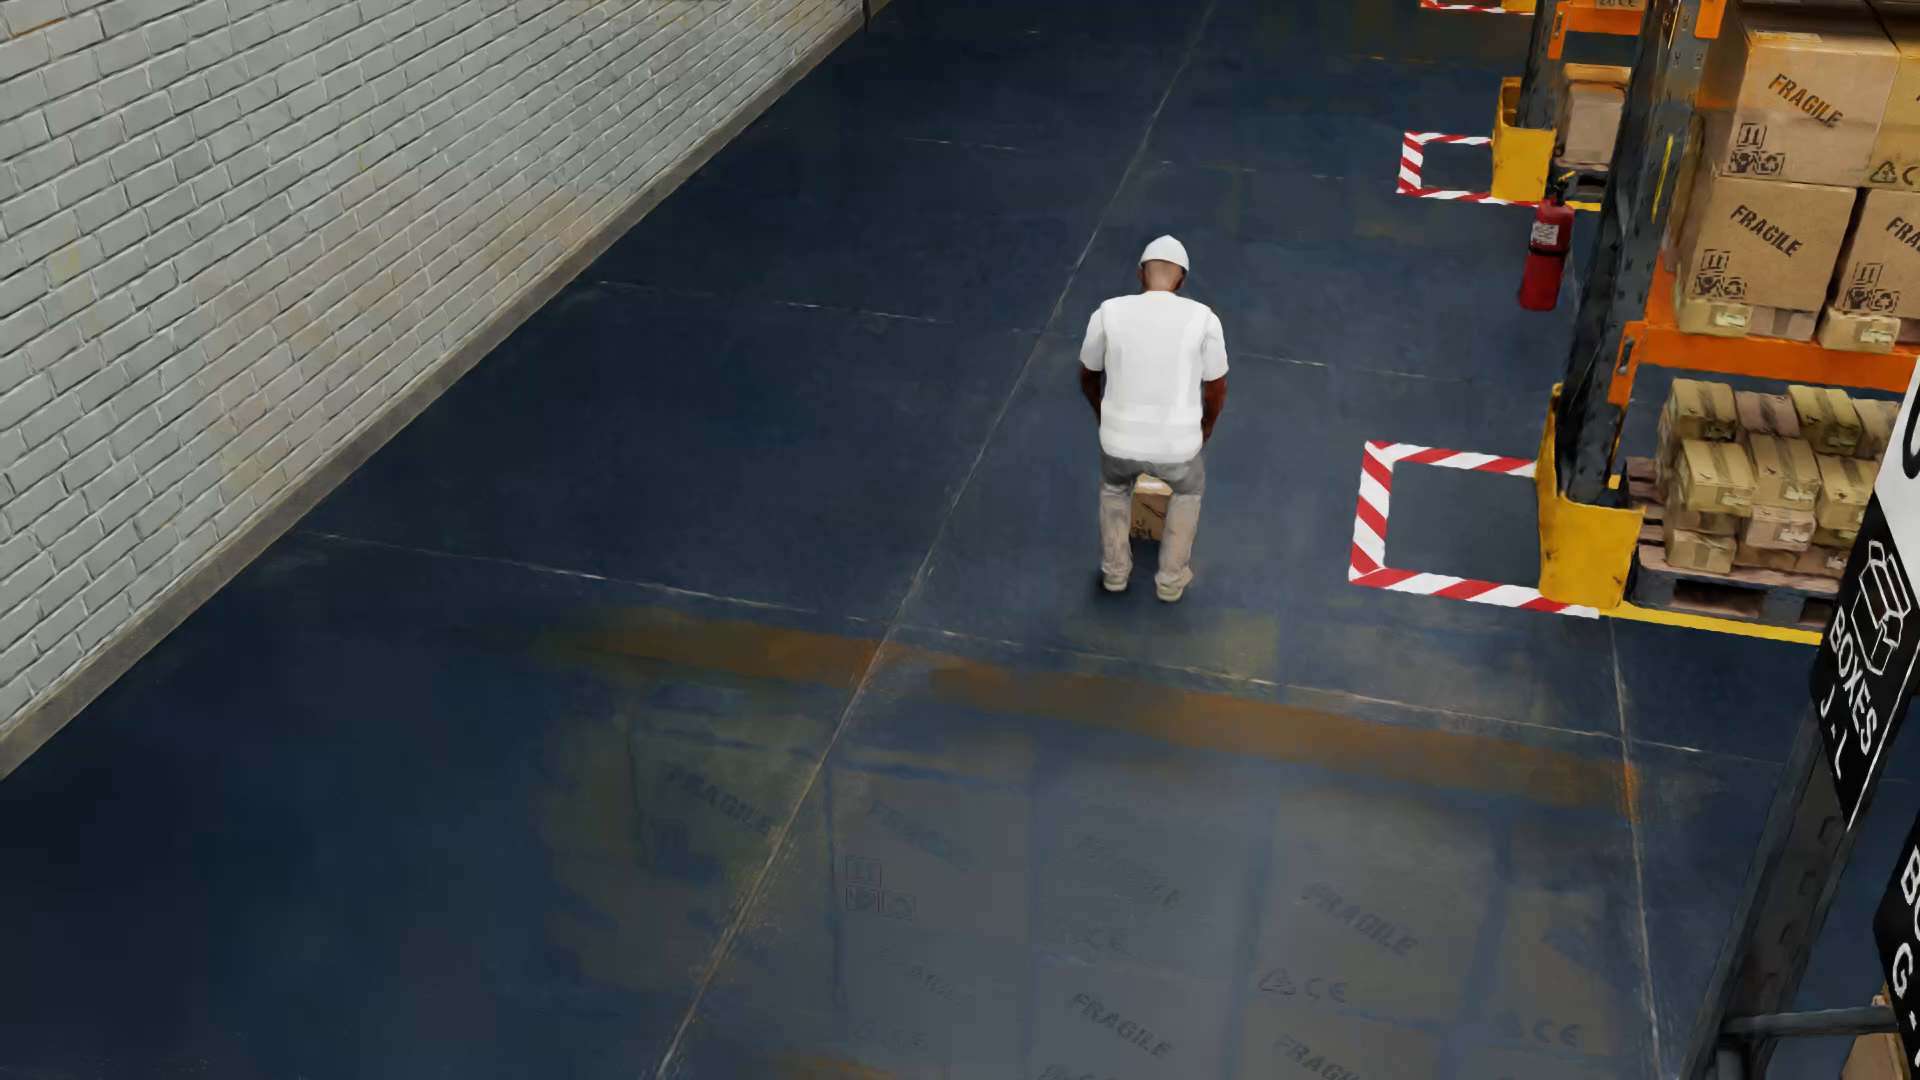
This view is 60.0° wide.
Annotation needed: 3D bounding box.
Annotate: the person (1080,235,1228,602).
[{"bbox_3d":[0.800,-0.490,7.090,0.625,1.543,0.666,8,34,13],"label":"person"}]
